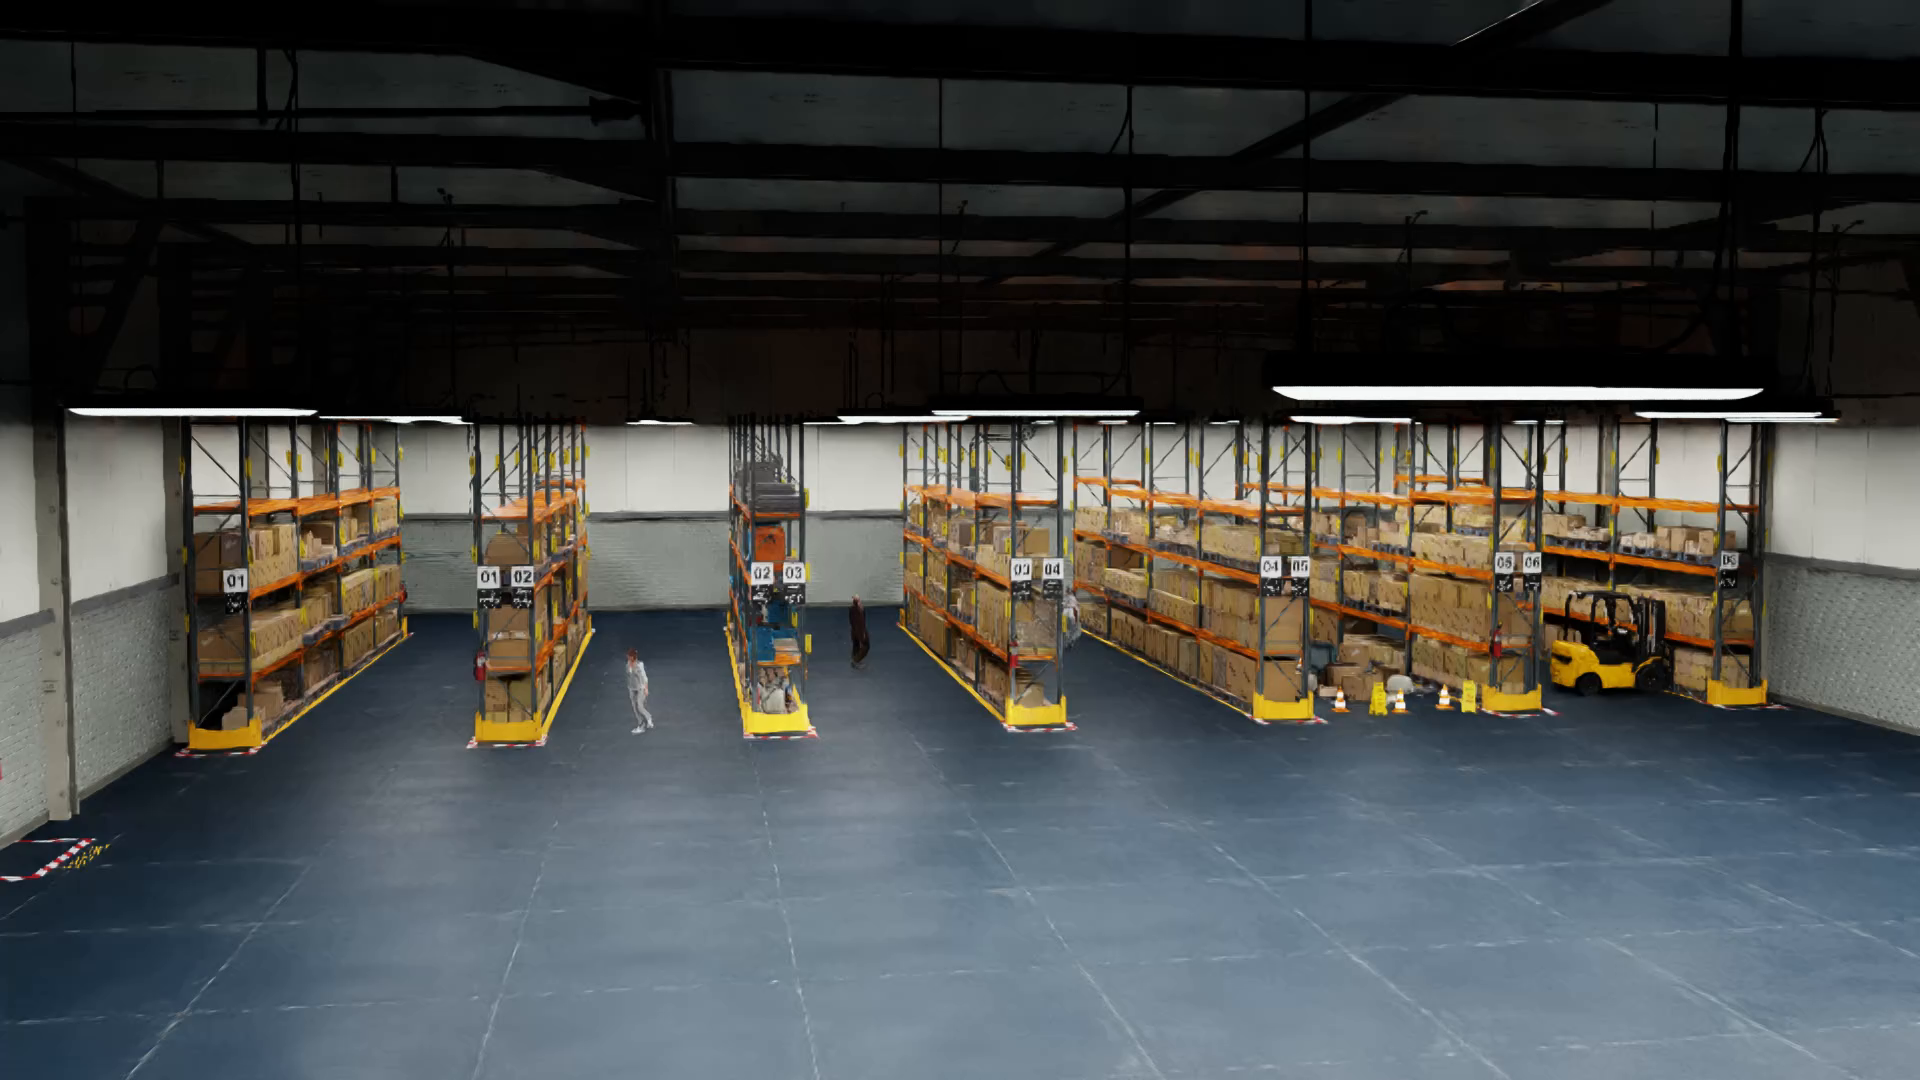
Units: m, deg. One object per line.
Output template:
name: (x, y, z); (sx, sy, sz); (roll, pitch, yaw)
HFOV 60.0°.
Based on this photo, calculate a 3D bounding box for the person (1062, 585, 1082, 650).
person: (2.843, 1.995, 42.668); (0.413, 1.659, 0.533); (-3, 5, -40)

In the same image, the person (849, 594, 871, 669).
person: (-2.401, 2.166, 39.230); (0.517, 1.779, 0.633); (-3, 5, -36)

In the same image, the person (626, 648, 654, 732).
person: (-6.014, 2.808, 31.197); (0.475, 1.590, 0.475); (2, 5, 30)
